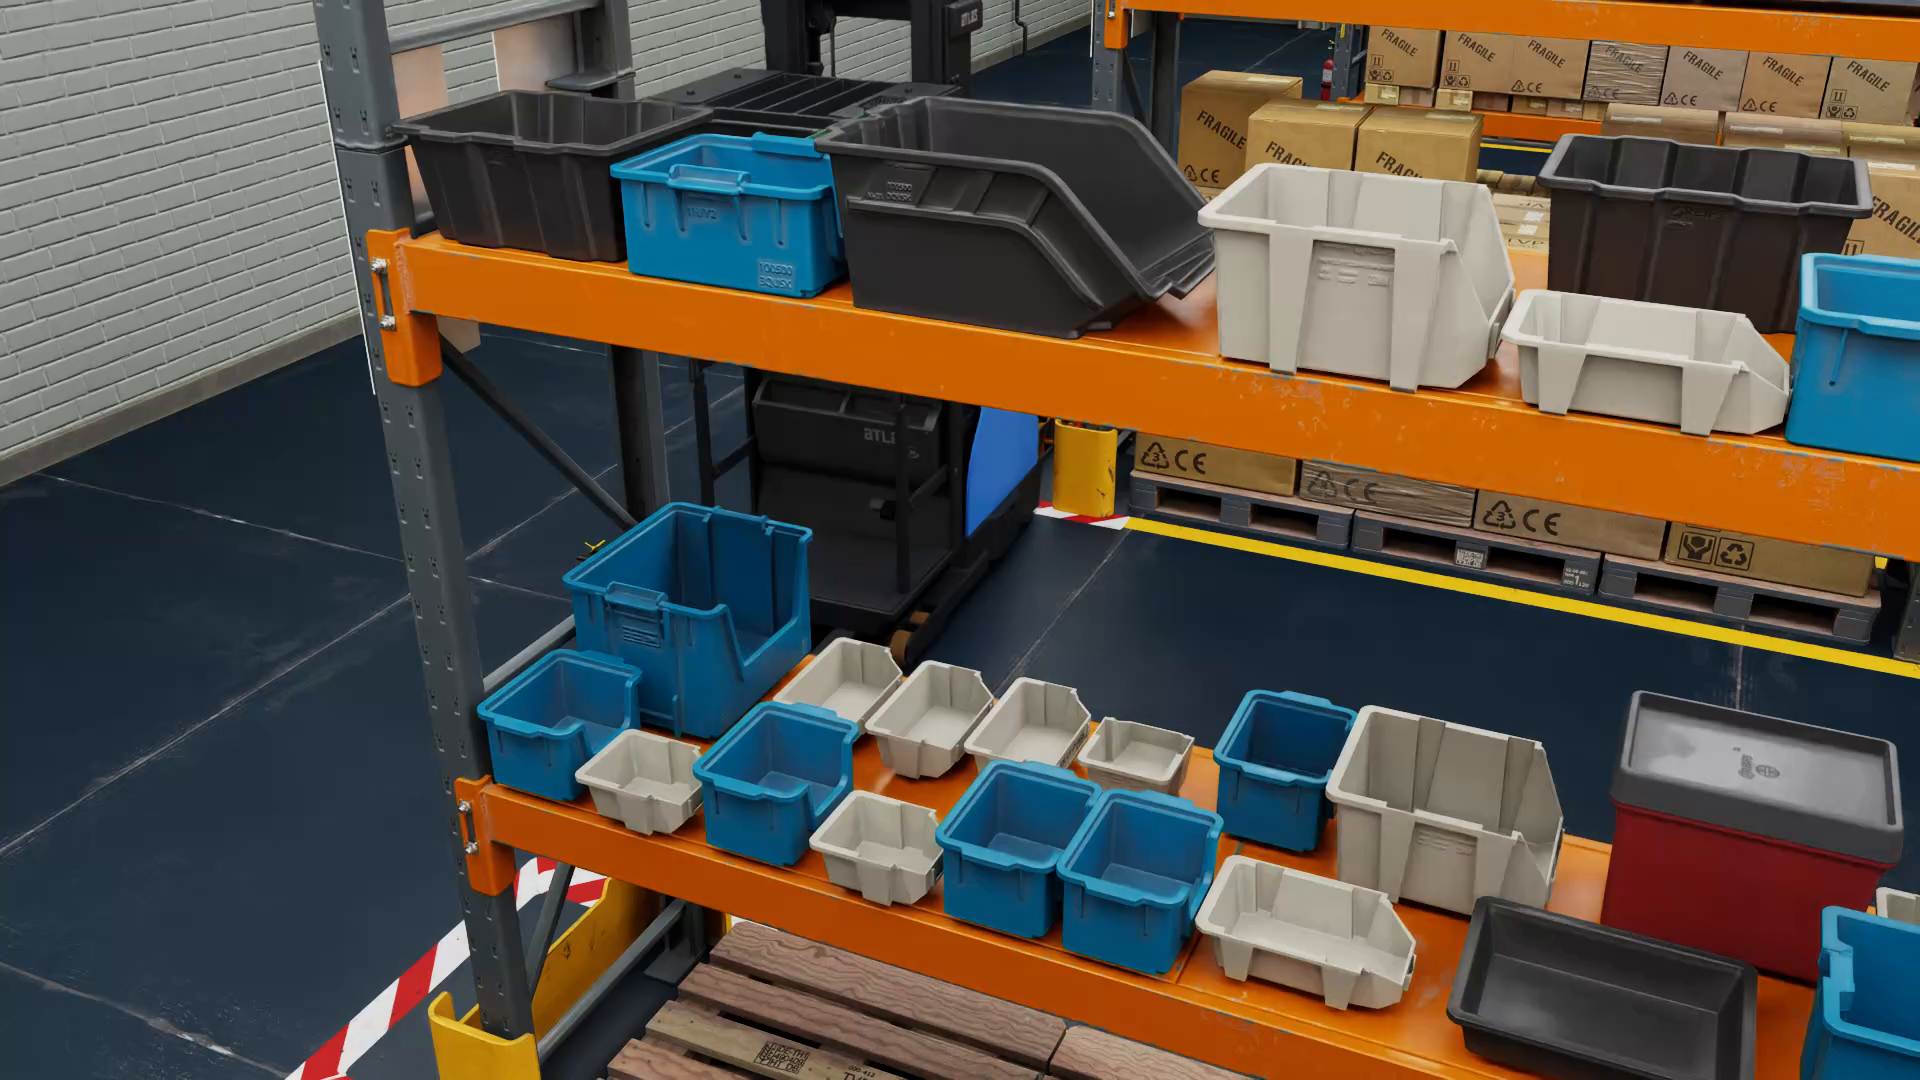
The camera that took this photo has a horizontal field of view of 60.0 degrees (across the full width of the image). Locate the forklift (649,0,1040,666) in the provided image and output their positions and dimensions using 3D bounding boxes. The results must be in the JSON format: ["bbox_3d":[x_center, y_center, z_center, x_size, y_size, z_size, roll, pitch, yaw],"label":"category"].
[{"bbox_3d":[-0.606,-0.951,7.364,1.130,2.935,3.031,10,28,20],"label":"forklift"}]

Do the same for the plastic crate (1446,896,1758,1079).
[{"bbox_3d":[1.366,1.007,3.552,0.590,0.125,0.437,11,28,22],"label":"plastic crate"}]

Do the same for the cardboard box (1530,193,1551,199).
[{"bbox_3d":[4.373,-2.469,12.448,0.250,0.149,0.380,13,29,24],"label":"cardboard box"}]

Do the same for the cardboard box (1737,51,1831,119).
[{"bbox_3d":[5.662,-3.209,11.422,0.500,0.500,0.500,11,28,20],"label":"cardboard box"}]

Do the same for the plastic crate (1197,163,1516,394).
[{"bbox_3d":[0.745,-0.488,3.083,0.530,0.282,0.437,11,28,22],"label":"plastic crate"}]

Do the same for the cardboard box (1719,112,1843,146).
[{"bbox_3d":[3.771,-1.671,7.731,0.500,0.500,0.500,11,28,22],"label":"cardboard box"}]

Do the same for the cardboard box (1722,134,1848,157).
[{"bbox_3d":[3.563,-1.457,7.297,0.500,0.500,0.500,12,29,22],"label":"cardboard box"}]

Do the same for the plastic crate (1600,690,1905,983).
[{"bbox_3d":[1.787,0.687,3.818,0.583,0.464,0.402,11,28,22],"label":"plastic crate"}]

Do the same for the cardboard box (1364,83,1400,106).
[{"bbox_3d":[3.210,-3.388,12.520,0.250,0.149,0.380,11,28,21],"label":"cardboard box"}]

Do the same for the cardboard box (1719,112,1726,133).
[{"bbox_3d":[5.353,-2.977,11.684,0.250,0.149,0.380,10,28,20],"label":"cardboard box"}]

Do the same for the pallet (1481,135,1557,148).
[{"bbox_3d":[5.768,-4.335,17.315,1.213,0.211,1.003,11,28,22],"label":"pallet"}]

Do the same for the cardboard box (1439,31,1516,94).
[{"bbox_3d":[3.843,-3.589,12.194,0.500,0.500,0.500,11,28,22],"label":"cardboard box"}]

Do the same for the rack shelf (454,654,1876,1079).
[{"bbox_3d":[0.676,0.964,4.210,4.000,0.370,1.077,11,28,22],"label":"rack shelf"}]

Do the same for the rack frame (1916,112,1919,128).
[{"bbox_3d":[6.692,-2.960,11.367,0.127,3.000,1.000,11,28,22],"label":"rack frame"}]

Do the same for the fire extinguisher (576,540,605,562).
[{"bbox_3d":[-1.094,0.267,5.321,0.183,0.674,0.296,11,28,22],"label":"fire extinguisher"}]

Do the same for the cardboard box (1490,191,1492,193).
[{"bbox_3d":[3.864,-2.536,12.584,0.250,0.149,0.380,11,28,22],"label":"cardboard box"}]

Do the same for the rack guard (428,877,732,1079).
[{"bbox_3d":[-1.172,1.398,5.345,0.348,0.500,1.175,11,28,22],"label":"rack guard"}]

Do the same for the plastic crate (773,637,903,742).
[{"bbox_3d":[-0.328,0.443,4.684,0.243,0.136,0.396,11,28,22],"label":"plastic crate"}]

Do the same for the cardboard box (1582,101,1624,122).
[{"bbox_3d":[4.651,-3.123,11.982,0.250,0.149,0.380,12,29,24],"label":"cardboard box"}]

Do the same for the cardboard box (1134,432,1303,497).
[{"bbox_3d":[1.521,-0.866,9.043,0.875,0.875,0.875,11,28,22],"label":"cardboard box"}]

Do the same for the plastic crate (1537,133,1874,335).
[{"bbox_3d":[1.479,-0.617,3.360,0.590,0.269,0.497,11,28,22],"label":"plastic crate"}]

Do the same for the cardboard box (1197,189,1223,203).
[{"bbox_3d":[1.231,-1.586,8.408,0.500,0.250,0.500,11,28,20],"label":"cardboard box"}]

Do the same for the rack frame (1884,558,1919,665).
[{"bbox_3d":[4.547,-0.984,7.354,0.127,3.000,1.000,11,28,22],"label":"rack frame"}]

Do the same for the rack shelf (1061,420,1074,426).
[{"bbox_3d":[0.563,-0.790,10.077,0.240,0.215,0.259,11,28,21],"label":"rack shelf"}]

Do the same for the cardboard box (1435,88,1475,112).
[{"bbox_3d":[3.681,-3.287,12.316,0.250,0.149,0.380,11,28,20],"label":"cardboard box"}]

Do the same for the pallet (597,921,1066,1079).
[{"bbox_3d":[-0.410,1.693,5.072,1.213,0.211,1.003,11,28,22],"label":"pallet"}]

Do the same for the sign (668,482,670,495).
[{"bbox_3d":[-0.932,-0.022,5.213,0.005,0.325,0.100,11,28,22],"label":"sign"}]

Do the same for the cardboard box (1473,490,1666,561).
[{"bbox_3d":[3.160,-0.537,8.375,0.875,0.875,0.875,11,28,22],"label":"cardboard box"}]

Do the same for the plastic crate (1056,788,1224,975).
[{"bbox_3d":[0.415,0.797,3.857,0.300,0.233,0.416,11,28,22],"label":"plastic crate"}]

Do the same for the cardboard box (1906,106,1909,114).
[{"bbox_3d":[6.569,-3.031,11.795,0.250,0.149,0.380,12,29,24],"label":"cardboard box"}]

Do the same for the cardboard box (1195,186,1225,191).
[{"bbox_3d":[1.456,-1.800,8.843,0.500,0.250,0.500,11,28,21],"label":"cardboard box"}]

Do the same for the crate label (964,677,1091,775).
[{"bbox_3d":[0.194,0.543,4.481,0.243,0.136,0.396,11,28,22],"label":"crate label"}]

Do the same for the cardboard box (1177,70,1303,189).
[{"bbox_3d":[1.458,-2.135,8.675,0.500,0.500,0.500,12,29,22],"label":"cardboard box"}]

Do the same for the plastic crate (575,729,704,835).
[{"bbox_3d":[-0.799,0.637,4.292,0.298,0.136,0.250,11,28,22],"label":"plastic crate"}]

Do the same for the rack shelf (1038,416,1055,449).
[{"bbox_3d":[0.450,-0.675,9.843,0.240,0.215,0.259,11,28,21],"label":"rack shelf"}]

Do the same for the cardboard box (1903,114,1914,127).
[{"bbox_3d":[6.335,-2.806,11.337,0.250,0.149,0.380,11,28,21],"label":"cardboard box"}]

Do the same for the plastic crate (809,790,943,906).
[{"bbox_3d":[-0.181,0.761,4.040,0.298,0.136,0.250,11,28,22],"label":"plastic crate"}]

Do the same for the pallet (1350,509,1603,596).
[{"bbox_3d":[2.772,-0.126,8.768,1.213,0.211,1.003,11,28,22],"label":"pallet"}]

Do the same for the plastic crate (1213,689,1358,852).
[{"bbox_3d":[0.831,0.596,4.265,0.300,0.233,0.416,11,28,22],"label":"plastic crate"}]

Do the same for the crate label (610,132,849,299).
[{"bbox_3d":[-0.439,-0.705,3.558,0.502,0.251,0.408,11,28,22],"label":"crate label"}]

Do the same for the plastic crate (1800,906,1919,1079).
[{"bbox_3d":[1.930,1.039,3.194,0.575,0.384,0.392,11,28,22],"label":"plastic crate"}]

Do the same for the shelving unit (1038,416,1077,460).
[{"bbox_3d":[0.454,-0.679,9.852,0.252,0.215,1.050,11,28,21],"label":"shelving unit"}]

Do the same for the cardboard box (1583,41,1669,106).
[{"bbox_3d":[4.750,-3.404,11.818,0.500,0.500,0.500,11,28,20],"label":"cardboard box"}]

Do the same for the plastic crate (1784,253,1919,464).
[{"bbox_3d":[1.536,-0.302,2.760,0.300,0.233,0.416,11,28,22],"label":"plastic crate"}]

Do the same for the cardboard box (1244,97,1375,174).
[{"bbox_3d":[1.686,-1.831,8.057,0.500,0.500,0.500,11,28,21],"label":"cardboard box"}]

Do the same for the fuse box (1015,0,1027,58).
[{"bbox_3d":[0.867,-6.962,20.954,0.414,1.711,0.539,11,28,22],"label":"fuse box"}]

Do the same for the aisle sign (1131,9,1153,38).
[{"bbox_3d":[0.964,-3.016,8.537,0.004,0.787,0.394,11,28,22],"label":"aisle sign"}]

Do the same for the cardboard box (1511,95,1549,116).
[{"bbox_3d":[4.211,-3.236,12.210,0.250,0.149,0.380,11,28,21],"label":"cardboard box"}]

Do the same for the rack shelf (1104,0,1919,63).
[{"bbox_3d":[2.726,-2.373,7.593,4.000,0.370,1.077,11,28,22],"label":"rack shelf"}]

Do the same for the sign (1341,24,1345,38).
[{"bbox_3d":[2.826,-3.862,12.218,0.005,0.325,0.100,11,28,22],"label":"sign"}]

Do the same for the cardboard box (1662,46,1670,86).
[{"bbox_3d":[4.948,-3.611,12.238,0.500,0.500,0.500,13,29,24],"label":"cardboard box"}]

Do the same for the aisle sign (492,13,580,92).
[{"bbox_3d":[-1.089,-1.022,4.486,0.004,0.787,0.394,11,28,22],"label":"aisle sign"}]

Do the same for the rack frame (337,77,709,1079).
[{"bbox_3d":[-1.145,0.276,4.794,0.127,3.000,1.000,11,28,22],"label":"rack frame"}]

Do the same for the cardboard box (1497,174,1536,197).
[{"bbox_3d":[4.340,-2.735,12.988,0.250,0.149,0.380,10,28,20],"label":"cardboard box"}]
